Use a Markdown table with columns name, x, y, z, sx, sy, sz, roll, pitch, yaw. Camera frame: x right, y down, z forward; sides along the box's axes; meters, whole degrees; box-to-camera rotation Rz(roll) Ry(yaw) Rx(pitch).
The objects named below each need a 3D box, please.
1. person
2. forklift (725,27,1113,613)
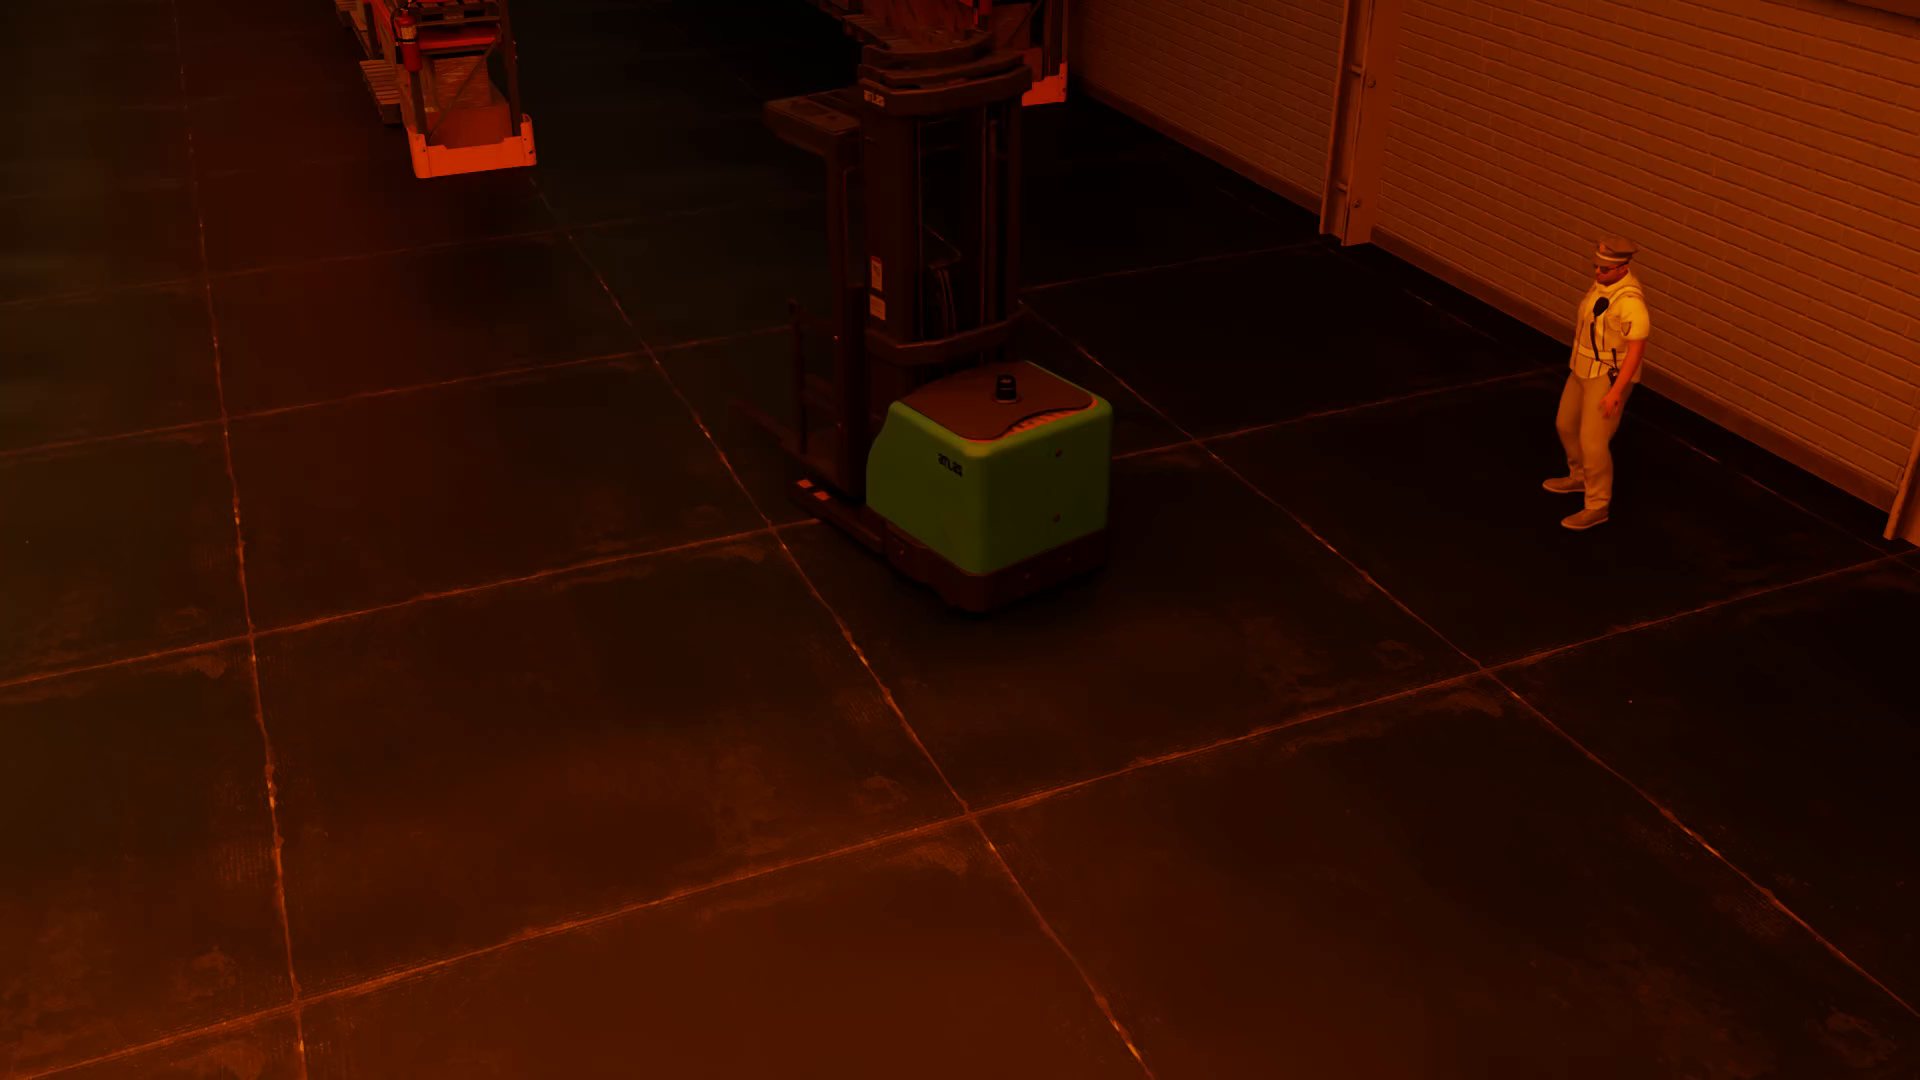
| name | x | y | z | sx | sy | sz | roll | pitch | yaw |
| --- | --- | --- | --- | --- | --- | --- | --- | --- | --- |
| person | 3.878 | -1.001 | 10.088 | 0.435 | 1.724 | 0.794 | -3 | 30 | -4 |
| forklift | -0.418 | -1.540 | 9.814 | 1.130 | 2.935 | 3.031 | -21 | 36 | -32 |
